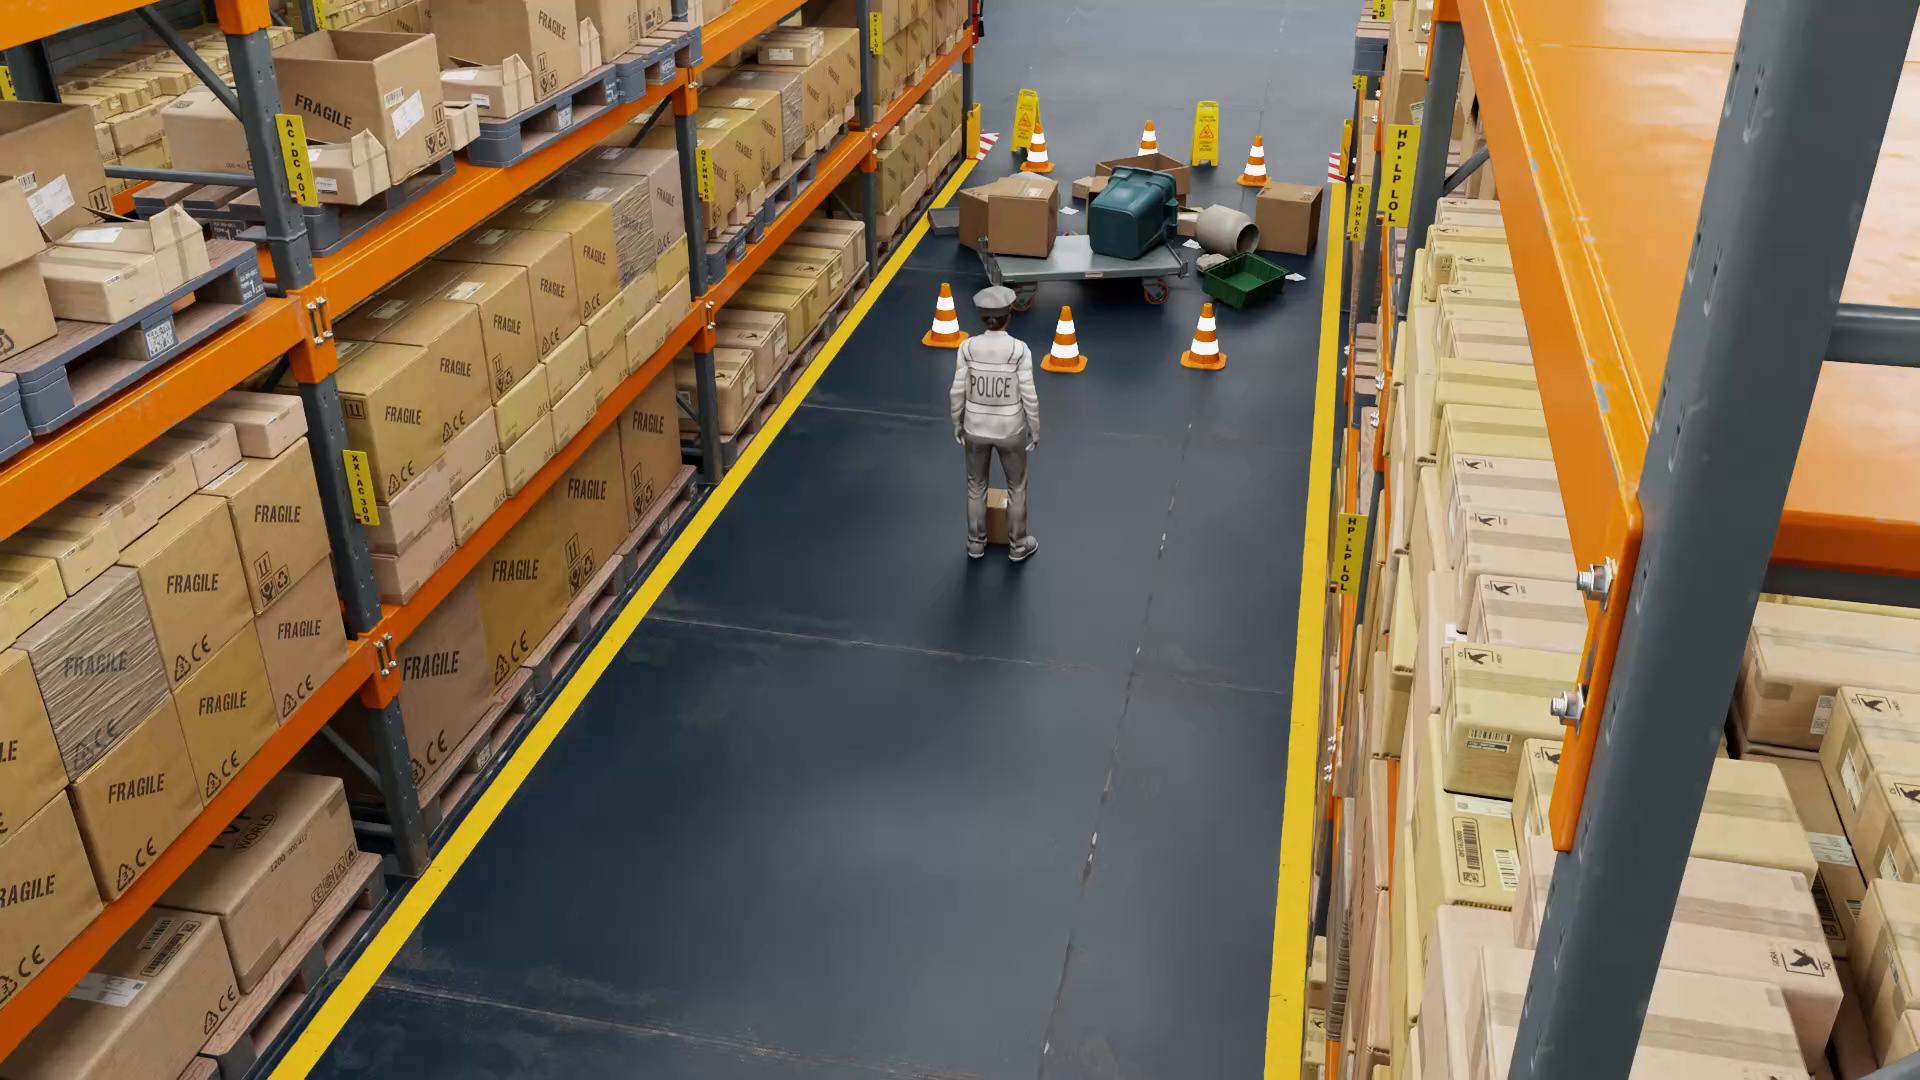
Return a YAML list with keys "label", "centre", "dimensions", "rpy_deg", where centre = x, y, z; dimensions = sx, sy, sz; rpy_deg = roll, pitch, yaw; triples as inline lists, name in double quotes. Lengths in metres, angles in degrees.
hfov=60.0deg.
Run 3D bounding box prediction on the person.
- label: "person"
  centre: [0.207, -0.651, 9.783]
  dimensions: [0.530, 1.663, 0.371]
  rpy_deg: [6, 30, 11]
